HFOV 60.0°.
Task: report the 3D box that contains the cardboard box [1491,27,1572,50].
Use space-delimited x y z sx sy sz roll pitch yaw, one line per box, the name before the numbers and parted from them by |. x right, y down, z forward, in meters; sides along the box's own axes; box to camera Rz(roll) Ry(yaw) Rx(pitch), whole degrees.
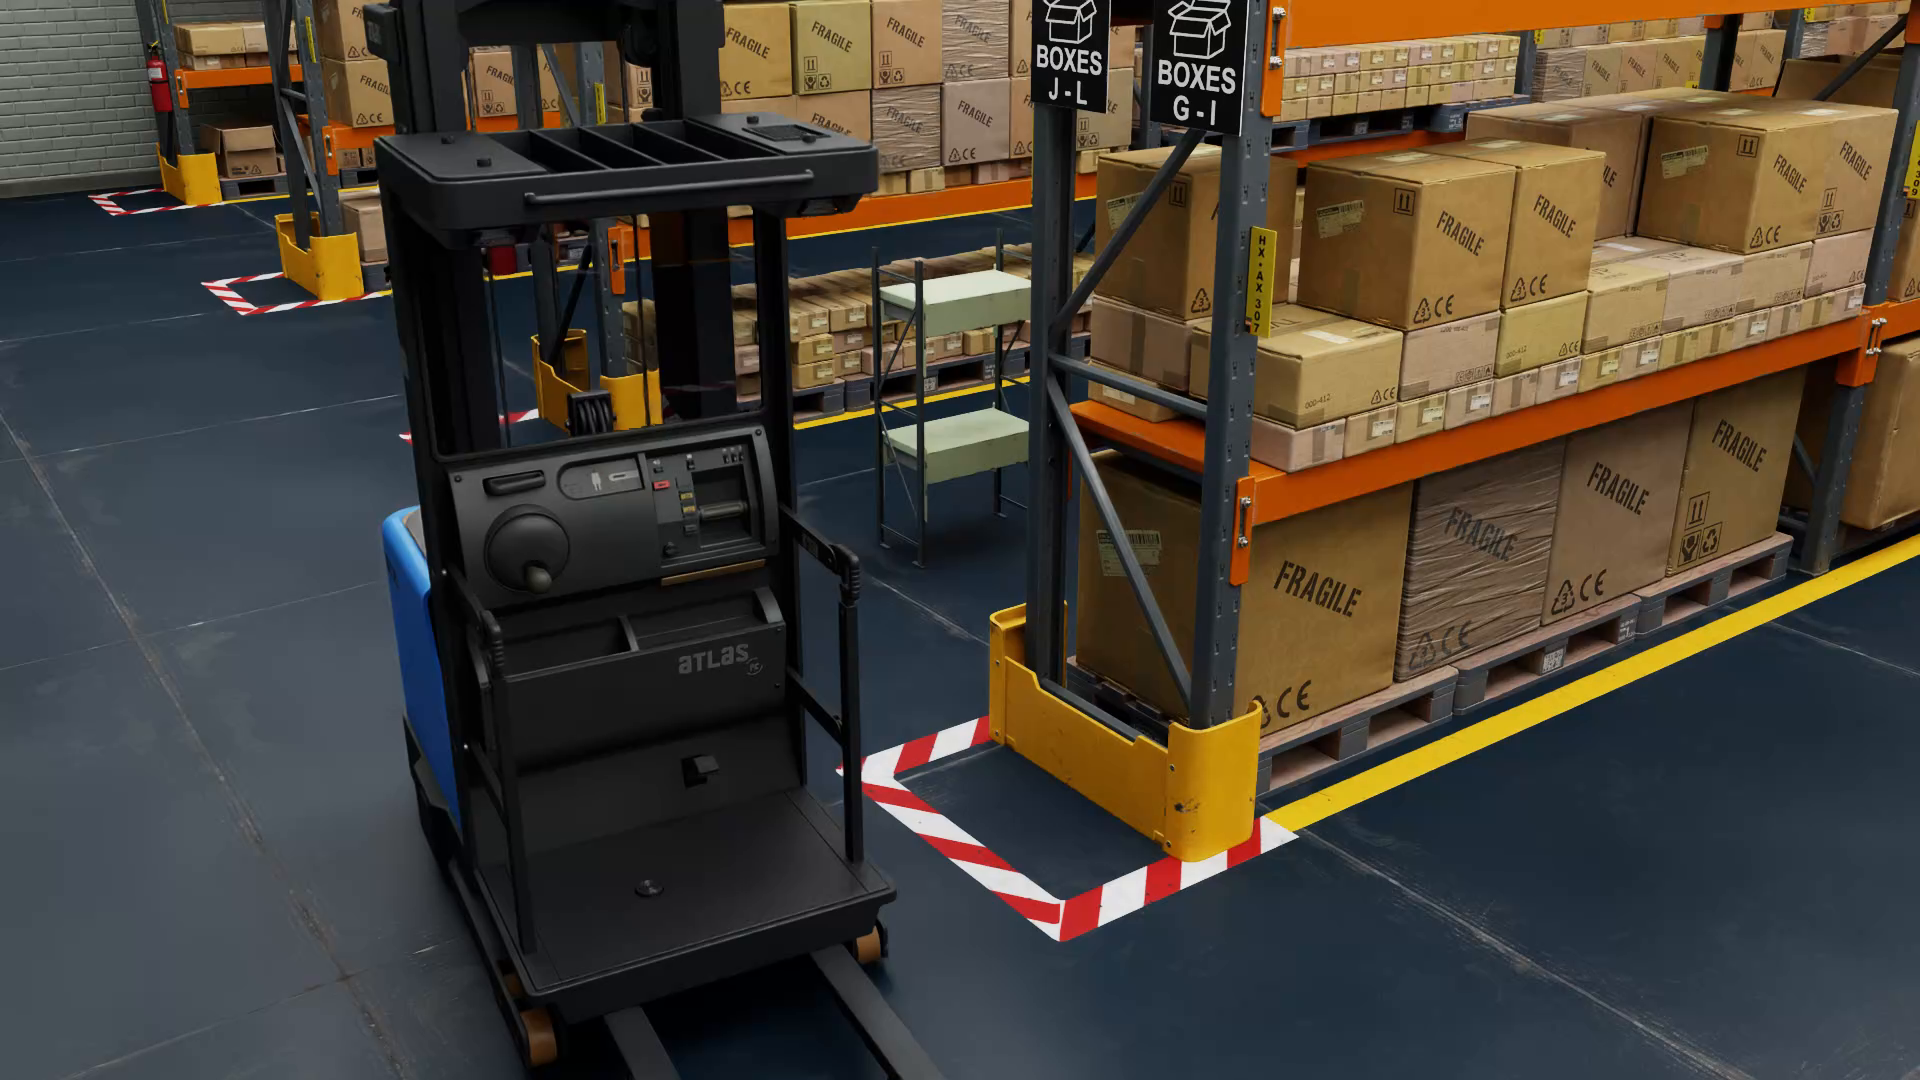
cardboard box | 4.638 -4.356 13.782 0.500 0.500 0.700 -15 26 -33

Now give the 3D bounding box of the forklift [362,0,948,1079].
forklift | -0.880 -0.069 4.614 1.130 2.935 3.031 -11 24 -26

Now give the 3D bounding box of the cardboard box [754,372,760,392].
cardboard box | -1.252 -1.045 10.247 0.250 0.149 0.380 -15 26 -32

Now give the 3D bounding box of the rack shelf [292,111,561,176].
rack shelf | -3.576 -3.586 14.306 4.000 0.370 1.077 -15 26 -33

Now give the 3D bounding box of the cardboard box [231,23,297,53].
cardboard box | -7.167 -5.174 17.117 0.500 0.250 0.500 -15 26 -32

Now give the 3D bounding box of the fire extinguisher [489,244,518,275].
fire extinguisher | -2.701 -1.895 9.705 0.183 0.674 0.296 -15 26 -33

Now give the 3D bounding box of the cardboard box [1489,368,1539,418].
cardboard box | 1.902 -0.589 6.165 0.250 0.149 0.380 -16 27 -34

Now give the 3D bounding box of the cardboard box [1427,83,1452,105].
cardboard box | 3.520 -3.423 12.699 0.250 0.149 0.380 -15 26 -34

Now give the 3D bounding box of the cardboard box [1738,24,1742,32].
cardboard box | 6.698 -4.907 15.161 0.500 0.500 0.700 -15 26 -34

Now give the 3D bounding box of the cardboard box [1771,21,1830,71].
cardboard box | 7.807 -4.770 16.101 0.550 0.550 0.875 -15 26 -33

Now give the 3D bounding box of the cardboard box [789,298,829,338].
cardboard box | -1.017 -1.369 10.256 0.250 0.149 0.380 -16 27 -35

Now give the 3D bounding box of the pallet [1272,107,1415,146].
pallet | 2.684 -3.221 12.681 1.213 0.211 1.003 -15 26 -33

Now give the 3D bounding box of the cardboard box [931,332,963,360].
cardboard box | -0.190 -1.309 10.909 0.250 0.149 0.380 -14 26 -32

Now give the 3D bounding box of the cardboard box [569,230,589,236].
cardboard box | -3.251 -3.060 14.909 0.875 0.438 0.875 -16 27 -34

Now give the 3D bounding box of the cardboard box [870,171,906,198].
cardboard box | -0.536 -2.227 10.270 0.250 0.149 0.380 -14 26 -31

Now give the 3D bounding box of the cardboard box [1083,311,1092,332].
cardboard box | 0.901 -1.569 11.561 0.250 0.149 0.380 -15 26 -32

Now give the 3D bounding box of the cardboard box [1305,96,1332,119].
cardboard box | 2.446 -3.135 11.977 0.250 0.149 0.380 -16 27 -35

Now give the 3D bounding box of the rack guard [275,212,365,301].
rack guard | -5.219 -2.321 13.538 0.348 0.500 1.175 -15 26 -33

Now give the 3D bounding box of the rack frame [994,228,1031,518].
rack frame | 0.303 -0.777 8.321 0.023 1.500 0.400 -15 26 -33

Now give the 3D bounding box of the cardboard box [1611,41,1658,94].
cardboard box | 5.610 -4.034 14.322 0.500 0.500 0.500 -15 26 -33

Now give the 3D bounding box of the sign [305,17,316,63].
sign | -4.880 -3.758 12.491 0.005 0.325 0.100 -15 26 -33

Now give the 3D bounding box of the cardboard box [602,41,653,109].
cardboard box | -1.707 -2.686 9.195 0.500 0.500 0.500 -15 26 -33

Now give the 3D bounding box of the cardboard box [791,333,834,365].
cardboard box | -0.978 -1.210 10.259 0.250 0.149 0.380 -14 26 -31

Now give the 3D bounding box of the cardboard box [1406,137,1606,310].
cardboard box | 1.958 -1.167 6.063 0.500 0.500 0.500 -16 27 -34

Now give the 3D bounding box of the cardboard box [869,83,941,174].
cardboard box | -0.466 -2.556 10.219 0.500 0.500 0.500 -16 27 -34

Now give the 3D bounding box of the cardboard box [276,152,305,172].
cardboard box | -7.182 -4.035 17.740 0.250 0.149 0.380 -16 27 -35

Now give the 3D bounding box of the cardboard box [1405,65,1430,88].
cardboard box | 3.298 -3.501 12.493 0.250 0.149 0.380 -15 26 -33

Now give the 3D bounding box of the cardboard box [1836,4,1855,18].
cardboard box | 8.212 -5.412 16.252 0.550 0.550 0.875 -15 26 -33

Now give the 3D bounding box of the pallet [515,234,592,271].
pallet | -3.607 -2.651 14.755 1.213 0.211 1.003 -15 26 -33

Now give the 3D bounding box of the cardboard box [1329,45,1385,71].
cardboard box | 2.874 -3.527 12.157 0.250 0.149 0.380 -14 26 -31

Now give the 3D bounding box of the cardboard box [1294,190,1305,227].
cardboard box | 2.205 -2.464 12.319 0.500 0.250 0.500 -14 26 -31

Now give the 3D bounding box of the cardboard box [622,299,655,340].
cardboard box | -1.945 -1.358 10.229 0.250 0.149 0.380 -15 26 -32

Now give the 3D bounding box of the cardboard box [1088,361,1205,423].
cardboard box | 0.685 -0.565 6.104 0.250 0.149 0.380 -14 26 -32

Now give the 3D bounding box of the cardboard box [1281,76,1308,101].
cardboard box | 2.238 -3.218 11.785 0.250 0.149 0.380 -16 27 -35

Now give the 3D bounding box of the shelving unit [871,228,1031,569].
shelving unit | 0.005 -0.698 8.122 0.755 1.500 0.431 -15 26 -33

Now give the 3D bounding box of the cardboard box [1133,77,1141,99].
cardboard box | 1.228 -3.248 11.858 0.250 0.149 0.380 -14 26 -31

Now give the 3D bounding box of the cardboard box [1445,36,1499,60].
cardboard box | 3.932 -3.808 12.862 0.250 0.149 0.380 -15 26 -33

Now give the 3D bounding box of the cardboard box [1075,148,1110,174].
cardboard box | 0.780 -2.548 11.073 0.250 0.149 0.380 -16 27 -34

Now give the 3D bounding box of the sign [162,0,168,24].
sign | -7.784 -5.218 16.258 0.005 0.325 0.100 -15 26 -33

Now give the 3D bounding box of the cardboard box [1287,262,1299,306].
cardboard box | 1.239 -0.868 6.326 0.500 0.250 0.500 -15 26 -34

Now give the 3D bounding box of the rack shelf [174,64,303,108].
rack shelf | -6.478 -5.078 18.046 4.000 0.370 1.077 -15 26 -33

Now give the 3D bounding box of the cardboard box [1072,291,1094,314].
cardboard box | 0.738 -1.668 11.409 0.250 0.149 0.380 -16 27 -35

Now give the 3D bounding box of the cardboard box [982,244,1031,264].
cardboard box | 0.361 -1.979 11.785 0.250 0.149 0.380 -13 25 -30

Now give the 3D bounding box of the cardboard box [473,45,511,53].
cardboard box | -3.815 -4.244 13.500 0.500 0.500 0.500 -15 26 -33

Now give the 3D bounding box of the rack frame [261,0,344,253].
rack frame | -5.200 -3.487 13.088 0.127 3.000 1.000 -15 26 -33

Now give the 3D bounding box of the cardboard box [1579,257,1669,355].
cardboard box | 2.384 -0.933 6.489 0.500 0.250 0.500 -16 27 -34

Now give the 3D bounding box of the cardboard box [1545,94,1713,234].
cardboard box | 2.893 -1.657 7.291 0.500 0.500 0.500 -15 26 -33

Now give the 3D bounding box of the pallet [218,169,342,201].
pallet | -7.393 -3.874 17.819 1.213 0.211 1.003 -15 26 -33

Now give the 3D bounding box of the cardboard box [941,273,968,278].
cardboard box | 0.079 -1.635 10.924 0.250 0.149 0.380 -16 27 -35

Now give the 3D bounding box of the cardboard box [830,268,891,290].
cardboard box | -0.664 -1.690 11.061 0.250 0.149 0.380 -15 26 -33

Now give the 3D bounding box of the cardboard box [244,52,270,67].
cardboard box | -7.302 -4.988 17.187 0.250 0.149 0.380 -15 26 -34

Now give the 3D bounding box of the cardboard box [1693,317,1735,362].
cardboard box | 2.944 -0.867 6.861 0.250 0.149 0.380 -14 26 -32

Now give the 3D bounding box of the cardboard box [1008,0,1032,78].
cardboard box | 0.380 -3.238 10.578 0.500 0.500 0.500 -16 27 -34

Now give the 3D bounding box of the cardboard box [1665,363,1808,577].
cardboard box | 3.253 -0.461 7.804 0.875 0.875 0.875 -15 26 -33

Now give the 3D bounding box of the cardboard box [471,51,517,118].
cardboard box | -3.825 -3.774 13.671 0.500 0.500 0.500 -15 26 -33
